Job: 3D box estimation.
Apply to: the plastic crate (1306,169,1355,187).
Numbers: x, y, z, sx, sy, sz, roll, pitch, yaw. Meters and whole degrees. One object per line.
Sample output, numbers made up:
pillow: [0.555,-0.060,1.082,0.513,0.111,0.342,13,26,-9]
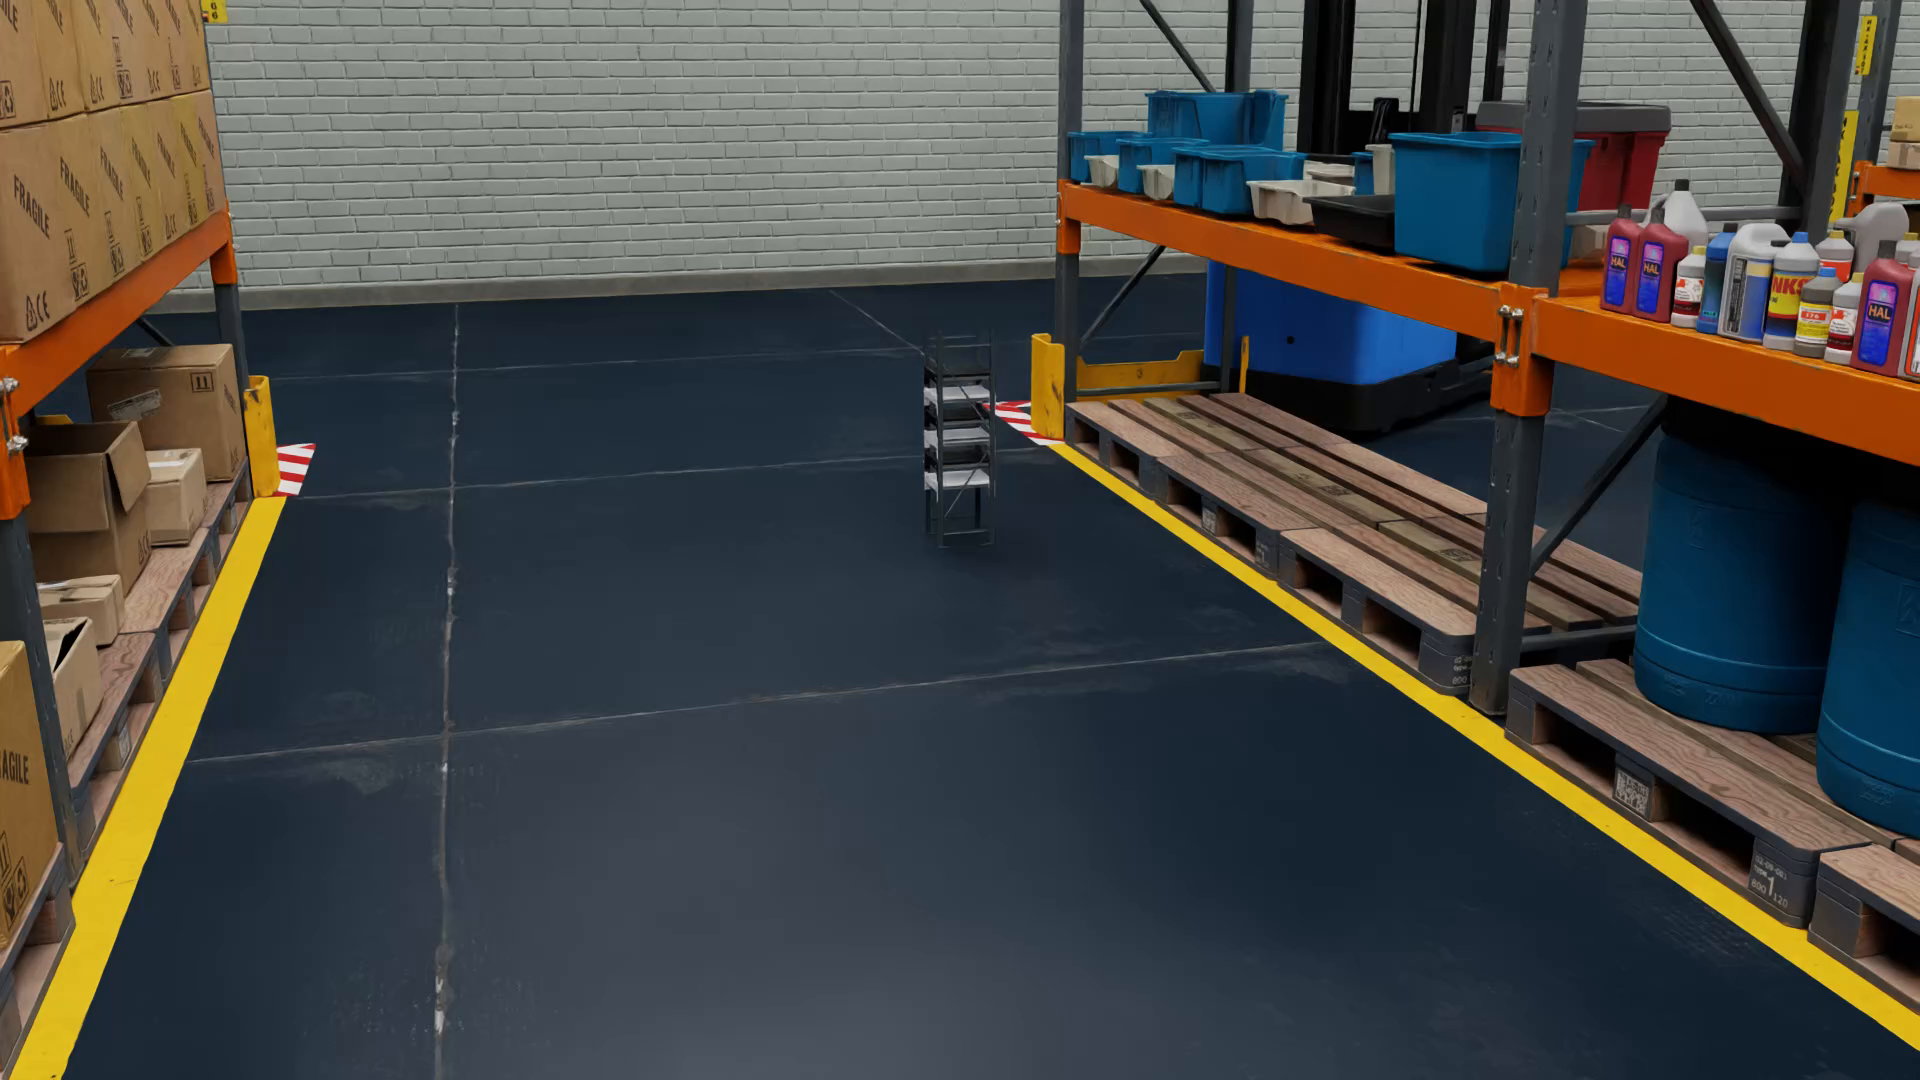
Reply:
plastic crate: [1.657,-1.503,7.094,0.298,0.136,0.250,-5,17,-15]

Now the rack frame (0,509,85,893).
rack frame: [-2.670,-0.551,3.573,1.000,3.000,0.127,-5,17,-15]

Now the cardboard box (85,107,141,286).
cardboard box: [-2.827,-1.042,5.032,0.500,0.500,0.500,-5,17,-16]

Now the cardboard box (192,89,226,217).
cardboard box: [-3.385,-1.603,6.901,0.500,0.500,0.500,-4,17,-14]

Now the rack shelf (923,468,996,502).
rack shelf: [-0.002,-0.229,6.891,0.258,0.077,0.200,-5,17,-15]

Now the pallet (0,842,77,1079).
pallet: [-2.410,1.006,3.235,1.003,0.211,1.213,-5,17,-15]

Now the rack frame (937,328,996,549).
rack frame: [0.026,-0.405,6.736,0.240,0.900,0.006,-5,17,-15]

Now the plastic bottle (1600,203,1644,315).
plastic bottle: [1.784,-0.751,4.440,0.061,0.283,0.133,-5,17,-15]

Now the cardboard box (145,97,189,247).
cardboard box: [-3.107,-1.321,5.964,0.500,0.500,0.500,-5,17,-15]

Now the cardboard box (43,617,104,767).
cardboard box: [-2.577,0.393,4.340,0.500,0.311,0.500,-5,17,-15]

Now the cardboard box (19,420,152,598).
cardboard box: [-3.191,-0.086,5.597,0.797,0.503,0.637,-5,17,-15]

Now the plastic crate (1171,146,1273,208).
plastic crate: [1.107,-1.538,7.046,0.416,0.233,0.300,-5,17,-15]

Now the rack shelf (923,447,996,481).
rack shelf: [-0.002,-0.315,6.866,0.258,0.077,0.200,-5,17,-15]

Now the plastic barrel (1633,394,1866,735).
plastic barrel: [2.227,0.014,4.609,0.600,0.901,0.708,-5,17,-15]

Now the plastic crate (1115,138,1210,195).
plastic crate: [0.926,-1.720,7.652,0.416,0.233,0.300,-5,17,-15]

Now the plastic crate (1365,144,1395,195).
plastic crate: [1.851,-1.351,6.336,0.437,0.282,0.530,-5,17,-15]

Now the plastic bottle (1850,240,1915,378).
plastic bottle: [2.028,-0.505,3.622,0.061,0.283,0.133,-5,17,-15]

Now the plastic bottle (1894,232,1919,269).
plastic bottle: [2.571,-0.733,4.524,0.097,0.201,0.097,0,17,0]

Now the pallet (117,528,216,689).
pallet: [-3.197,0.256,5.732,1.003,0.211,1.213,-5,17,-15]

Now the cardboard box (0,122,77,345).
cardboard box: [-2.548,-0.762,4.100,0.500,0.500,0.500,-4,17,-14]

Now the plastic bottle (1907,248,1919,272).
plastic bottle: [2.549,-0.692,4.386,0.097,0.201,0.097,0,17,0]

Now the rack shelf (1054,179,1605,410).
rack shelf: [1.544,-1.150,6.818,1.077,0.370,4.000,-5,17,-15]

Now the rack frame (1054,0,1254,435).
rack frame: [0.994,-2.048,8.557,1.000,3.000,0.127,-5,17,-15]

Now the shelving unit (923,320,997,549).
shelving unit: [-0.002,-0.433,6.830,0.258,0.900,0.210,-5,17,-15]

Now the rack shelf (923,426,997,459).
rack shelf: [-0.002,-0.401,6.840,0.258,0.077,0.200,-5,17,-15]

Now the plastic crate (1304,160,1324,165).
plastic crate: [1.458,-1.658,7.612,0.396,0.136,0.243,-5,17,-15]

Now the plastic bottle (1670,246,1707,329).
plastic bottle: [1.870,-0.644,4.228,0.097,0.201,0.097,0,17,0]

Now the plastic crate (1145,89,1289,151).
plastic crate: [1.266,-2.016,8.284,0.616,0.435,0.499,-5,17,-15]

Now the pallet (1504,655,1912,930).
pallet: [2.266,0.610,4.553,1.003,0.211,1.213,-5,17,-15]

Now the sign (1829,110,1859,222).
sign: [2.623,-1.117,4.976,0.100,0.325,0.005,-5,17,-15]

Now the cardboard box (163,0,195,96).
cardboard box: [-3.243,-1.943,6.296,0.500,0.500,0.500,-4,17,-14]

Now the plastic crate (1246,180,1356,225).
plastic crate: [1.326,-1.302,6.427,0.293,0.136,0.466,-5,17,-15]

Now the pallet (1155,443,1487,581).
pallet: [1.515,-0.145,7.067,1.003,0.211,1.213,-5,17,-15]

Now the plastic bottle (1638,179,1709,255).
plastic bottle: [1.890,-0.784,4.434,0.144,0.351,0.185,-5,17,-15]

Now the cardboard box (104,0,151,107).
cardboard box: [-2.955,-1.658,5.347,0.500,0.500,0.500,-4,17,-14]

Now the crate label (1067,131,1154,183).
crate label: [0.746,-1.902,8.258,0.416,0.233,0.303,-5,17,-15]

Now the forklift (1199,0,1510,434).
forklift: [2.652,-2.314,9.562,1.130,2.935,3.031,14,21,38]

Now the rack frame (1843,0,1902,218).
rack frame: [5.757,-2.440,9.860,1.000,3.000,0.127,-5,17,-15]

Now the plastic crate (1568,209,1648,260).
plastic crate: [2.103,-0.984,5.369,0.396,0.136,0.243,-5,17,-15]

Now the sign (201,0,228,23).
sign: [-3.230,-2.402,7.172,0.100,0.325,0.005,-5,17,-15]

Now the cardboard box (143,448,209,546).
cardboard box: [-3.151,-0.155,6.270,0.500,0.250,0.500,-5,17,-15]

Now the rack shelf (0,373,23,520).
rack shelf: [-2.120,0.347,1.835,1.077,0.370,4.000,-5,17,-15]

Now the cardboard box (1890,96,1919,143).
cardboard box: [5.629,-2.356,9.326,0.500,0.250,0.500,-5,17,-17]

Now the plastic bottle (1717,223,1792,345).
plastic bottle: [1.955,-0.623,4.028,0.152,0.276,0.135,-5,17,-15]

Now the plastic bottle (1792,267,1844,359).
plastic bottle: [1.987,-0.526,3.835,0.097,0.201,0.097,0,17,0]

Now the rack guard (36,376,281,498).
rack guard: [-3.749,-0.439,7.546,1.175,0.500,0.348,-5,17,-15]

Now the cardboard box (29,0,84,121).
cardboard box: [-2.671,-1.373,4.398,0.500,0.500,0.500,-5,18,-17]
